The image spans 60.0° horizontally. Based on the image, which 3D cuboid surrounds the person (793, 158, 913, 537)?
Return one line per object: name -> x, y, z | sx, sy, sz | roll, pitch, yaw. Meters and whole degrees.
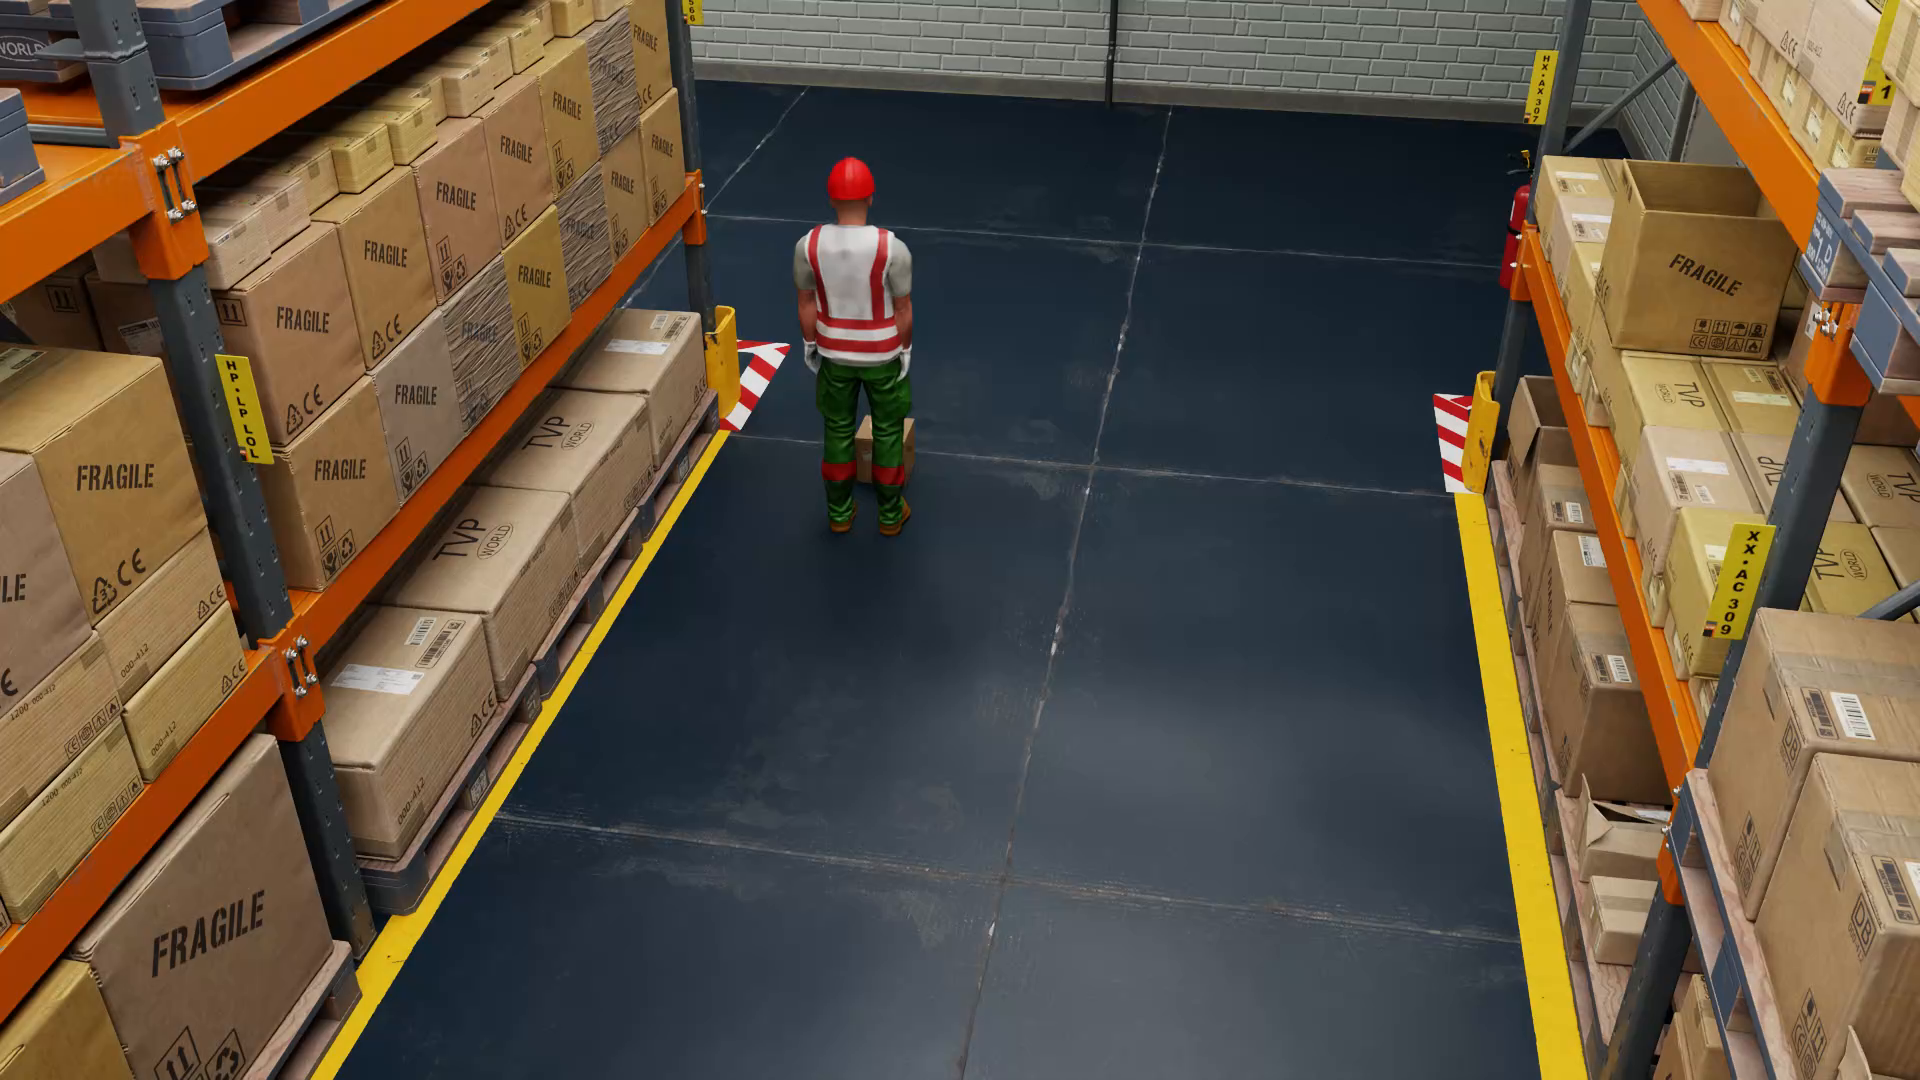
person -> -0.458, -0.845, 7.465 | 0.526, 1.781, 0.346 | 5, 32, 8
